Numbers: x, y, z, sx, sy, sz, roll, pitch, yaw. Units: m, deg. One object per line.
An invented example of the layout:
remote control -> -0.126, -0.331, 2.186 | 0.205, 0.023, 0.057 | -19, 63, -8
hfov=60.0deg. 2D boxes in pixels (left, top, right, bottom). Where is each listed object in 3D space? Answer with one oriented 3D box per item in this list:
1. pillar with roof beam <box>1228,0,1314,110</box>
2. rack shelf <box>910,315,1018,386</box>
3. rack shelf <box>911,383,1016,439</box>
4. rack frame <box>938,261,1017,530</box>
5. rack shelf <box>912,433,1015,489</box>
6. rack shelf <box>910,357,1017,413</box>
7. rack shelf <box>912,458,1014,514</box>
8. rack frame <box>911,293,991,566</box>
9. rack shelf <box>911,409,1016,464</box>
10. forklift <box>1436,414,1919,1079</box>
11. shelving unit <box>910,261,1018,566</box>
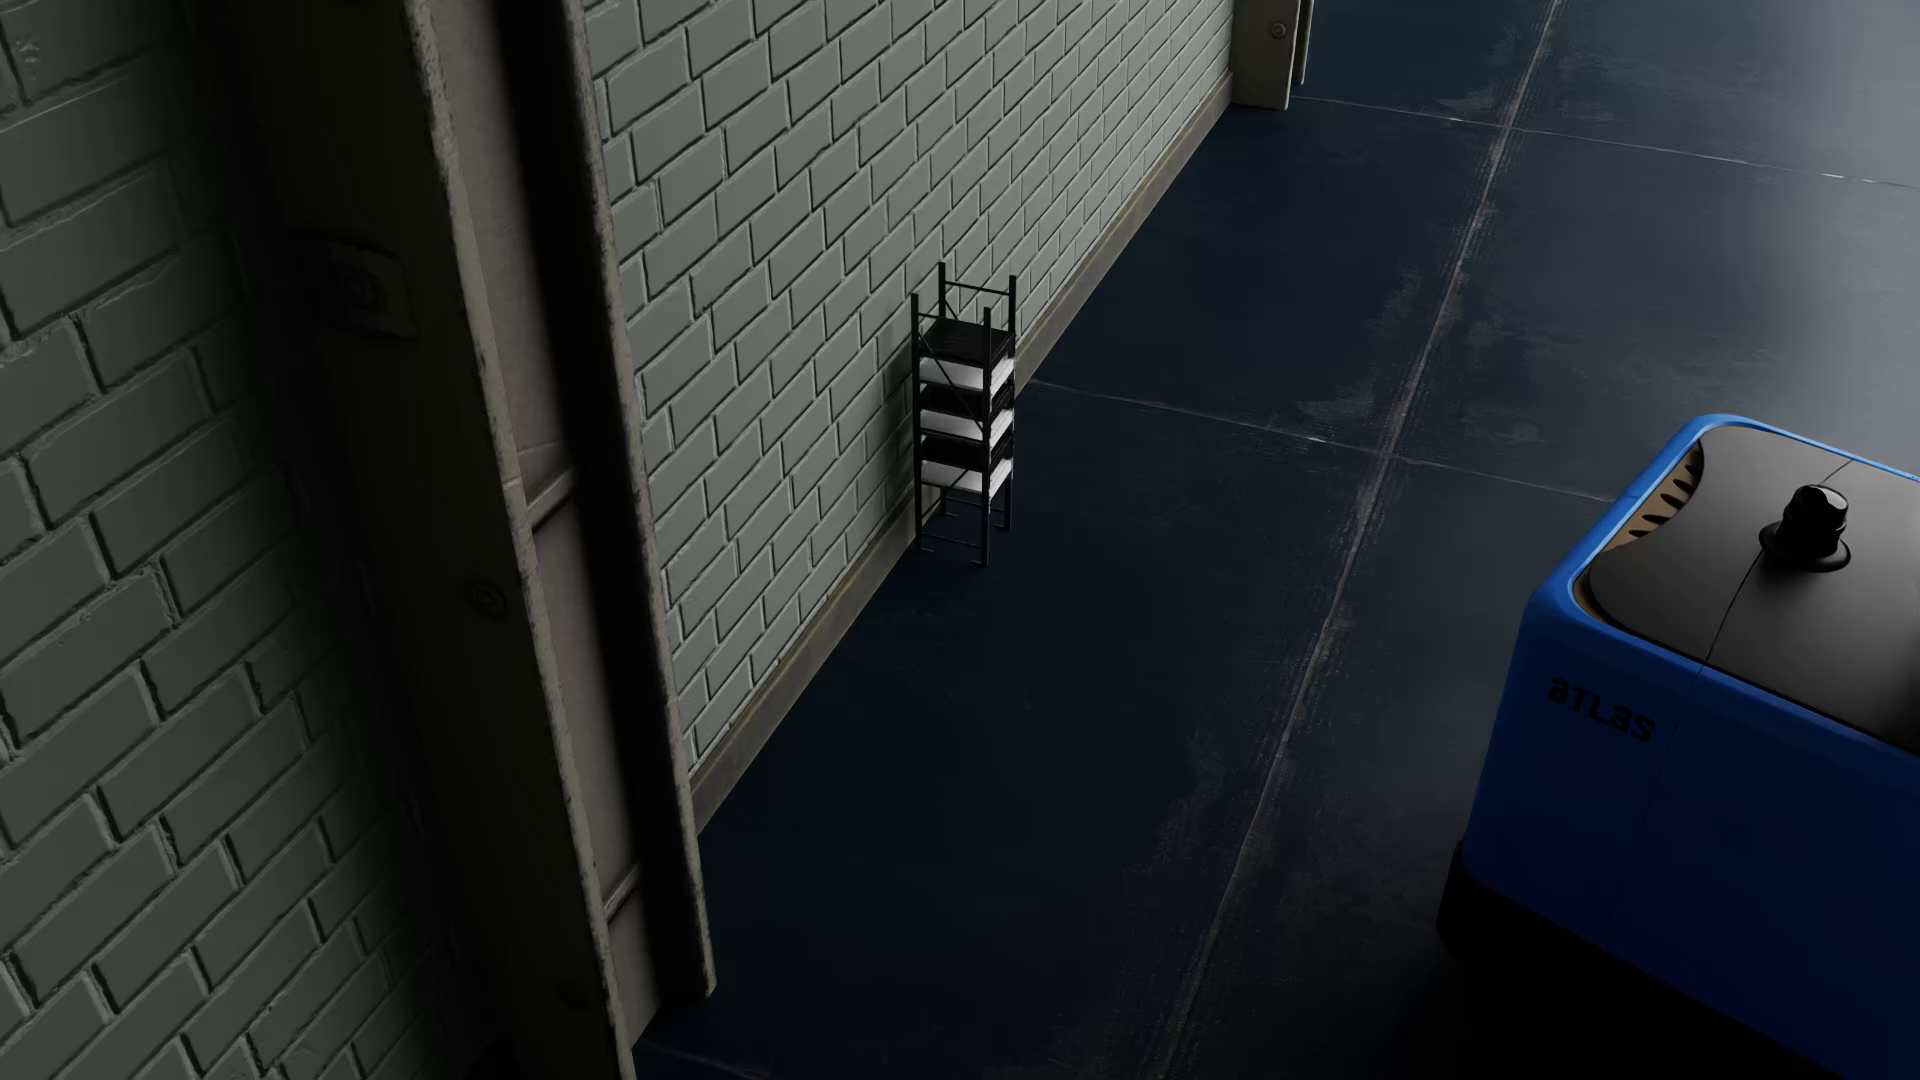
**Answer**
pillar with roof beam -> 5.483, -4.843, 4.212 | 9.100, 9.000, 0.400 | 14, 39, 18
rack shelf -> 0.012, -0.554, 4.844 | 0.258, 0.077, 0.200 | 13, 39, 17
rack shelf -> 0.012, -0.409, 4.951 | 0.258, 0.077, 0.200 | 13, 39, 17
rack frame -> 0.049, -0.421, 5.061 | 0.240, 0.900, 0.006 | 13, 39, 17
rack shelf -> 0.012, -0.265, 5.059 | 0.258, 0.077, 0.200 | 13, 39, 17
rack shelf -> 0.012, -0.481, 4.898 | 0.258, 0.077, 0.200 | 13, 39, 17
rack shelf -> 0.012, -0.193, 5.113 | 0.258, 0.077, 0.200 | 13, 39, 17
rack frame -> -0.026, -0.307, 4.910 | 0.240, 0.900, 0.006 | 13, 39, 17
rack shelf -> 0.012, -0.337, 5.005 | 0.258, 0.077, 0.200 | 13, 39, 17
forklift -> 2.573, 0.154, 2.595 | 3.031, 2.935, 1.130 | 27, 44, 31
shelving unit -> 0.012, -0.364, 4.985 | 0.258, 0.900, 0.210 | 13, 39, 17
